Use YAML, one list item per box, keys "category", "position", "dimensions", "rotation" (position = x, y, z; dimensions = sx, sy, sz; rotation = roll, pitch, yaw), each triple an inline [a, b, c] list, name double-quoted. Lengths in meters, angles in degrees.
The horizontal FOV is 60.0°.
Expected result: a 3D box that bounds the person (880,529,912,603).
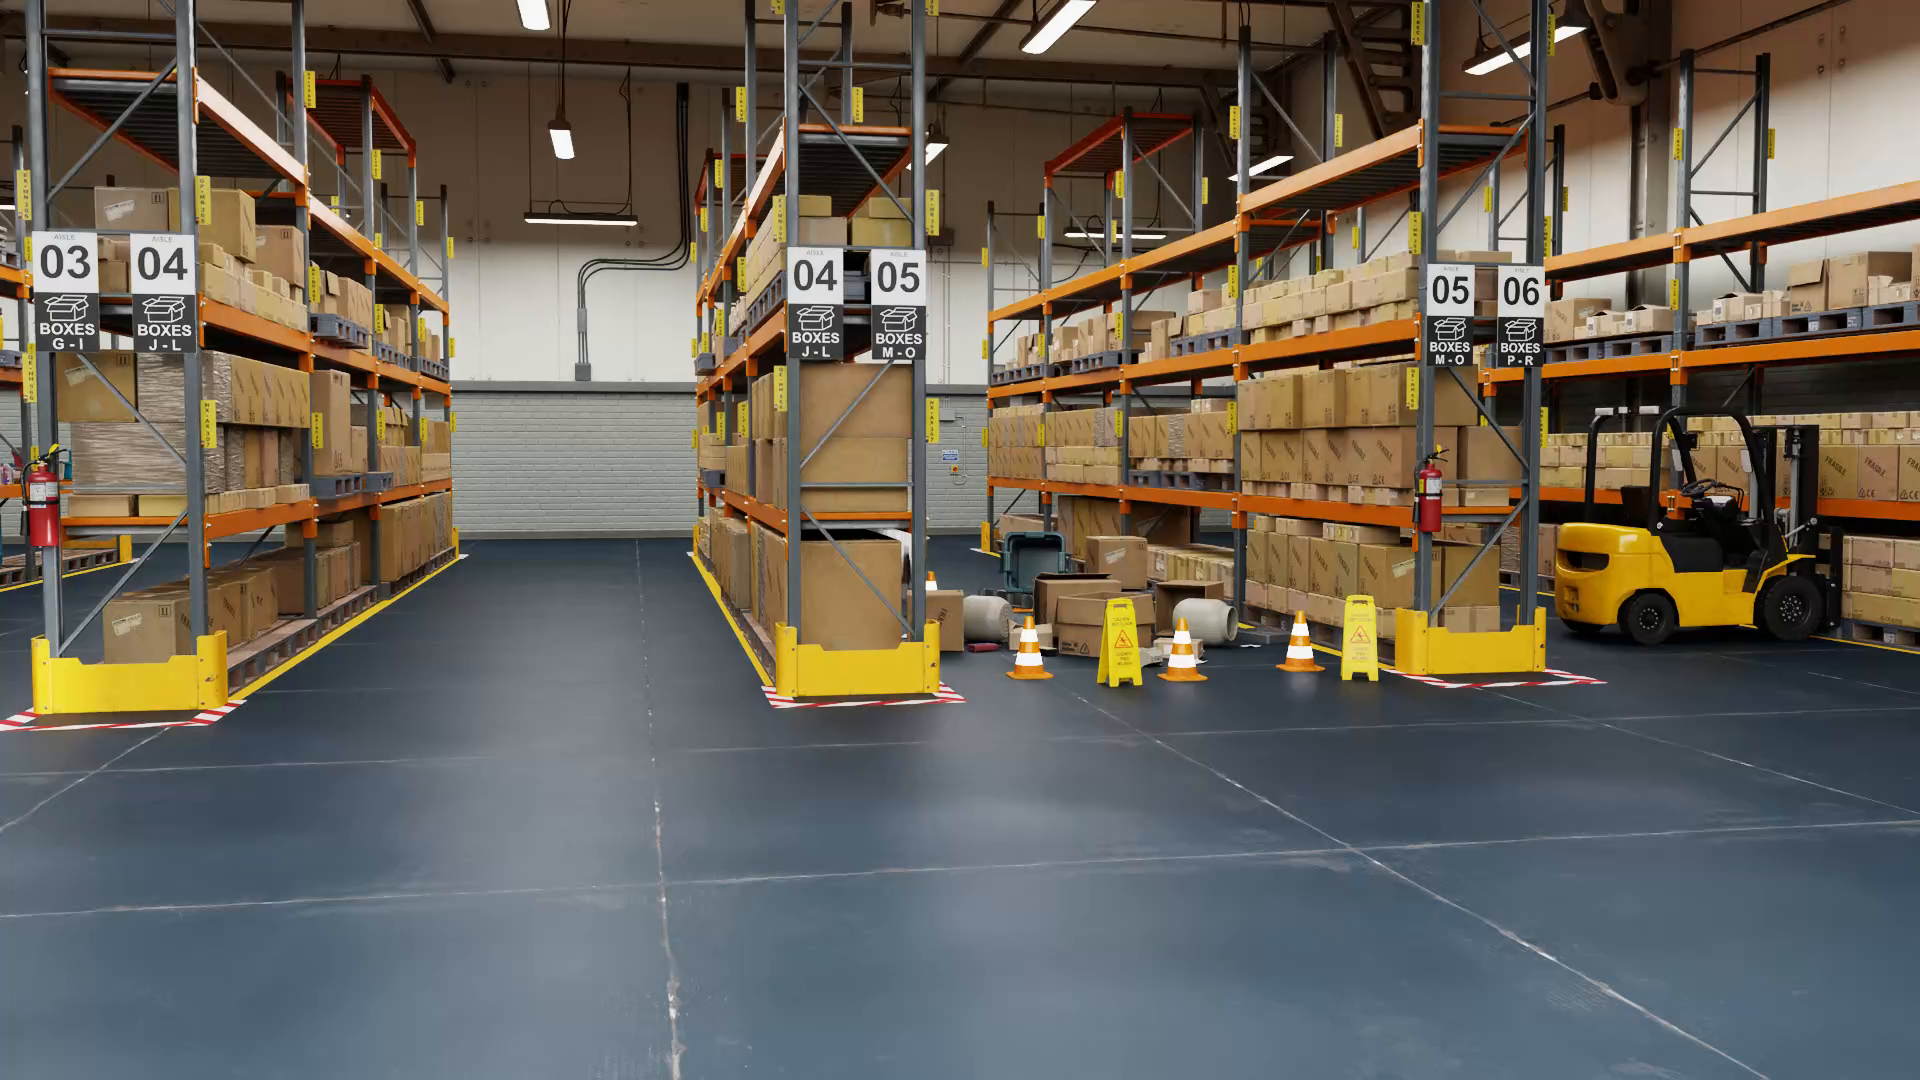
- category: "person"
  position: [-0.698, 0.233, 19.176]
  dimensions: [0.462, 0.982, 0.912]
  rotation: [-1, 3, -14]
